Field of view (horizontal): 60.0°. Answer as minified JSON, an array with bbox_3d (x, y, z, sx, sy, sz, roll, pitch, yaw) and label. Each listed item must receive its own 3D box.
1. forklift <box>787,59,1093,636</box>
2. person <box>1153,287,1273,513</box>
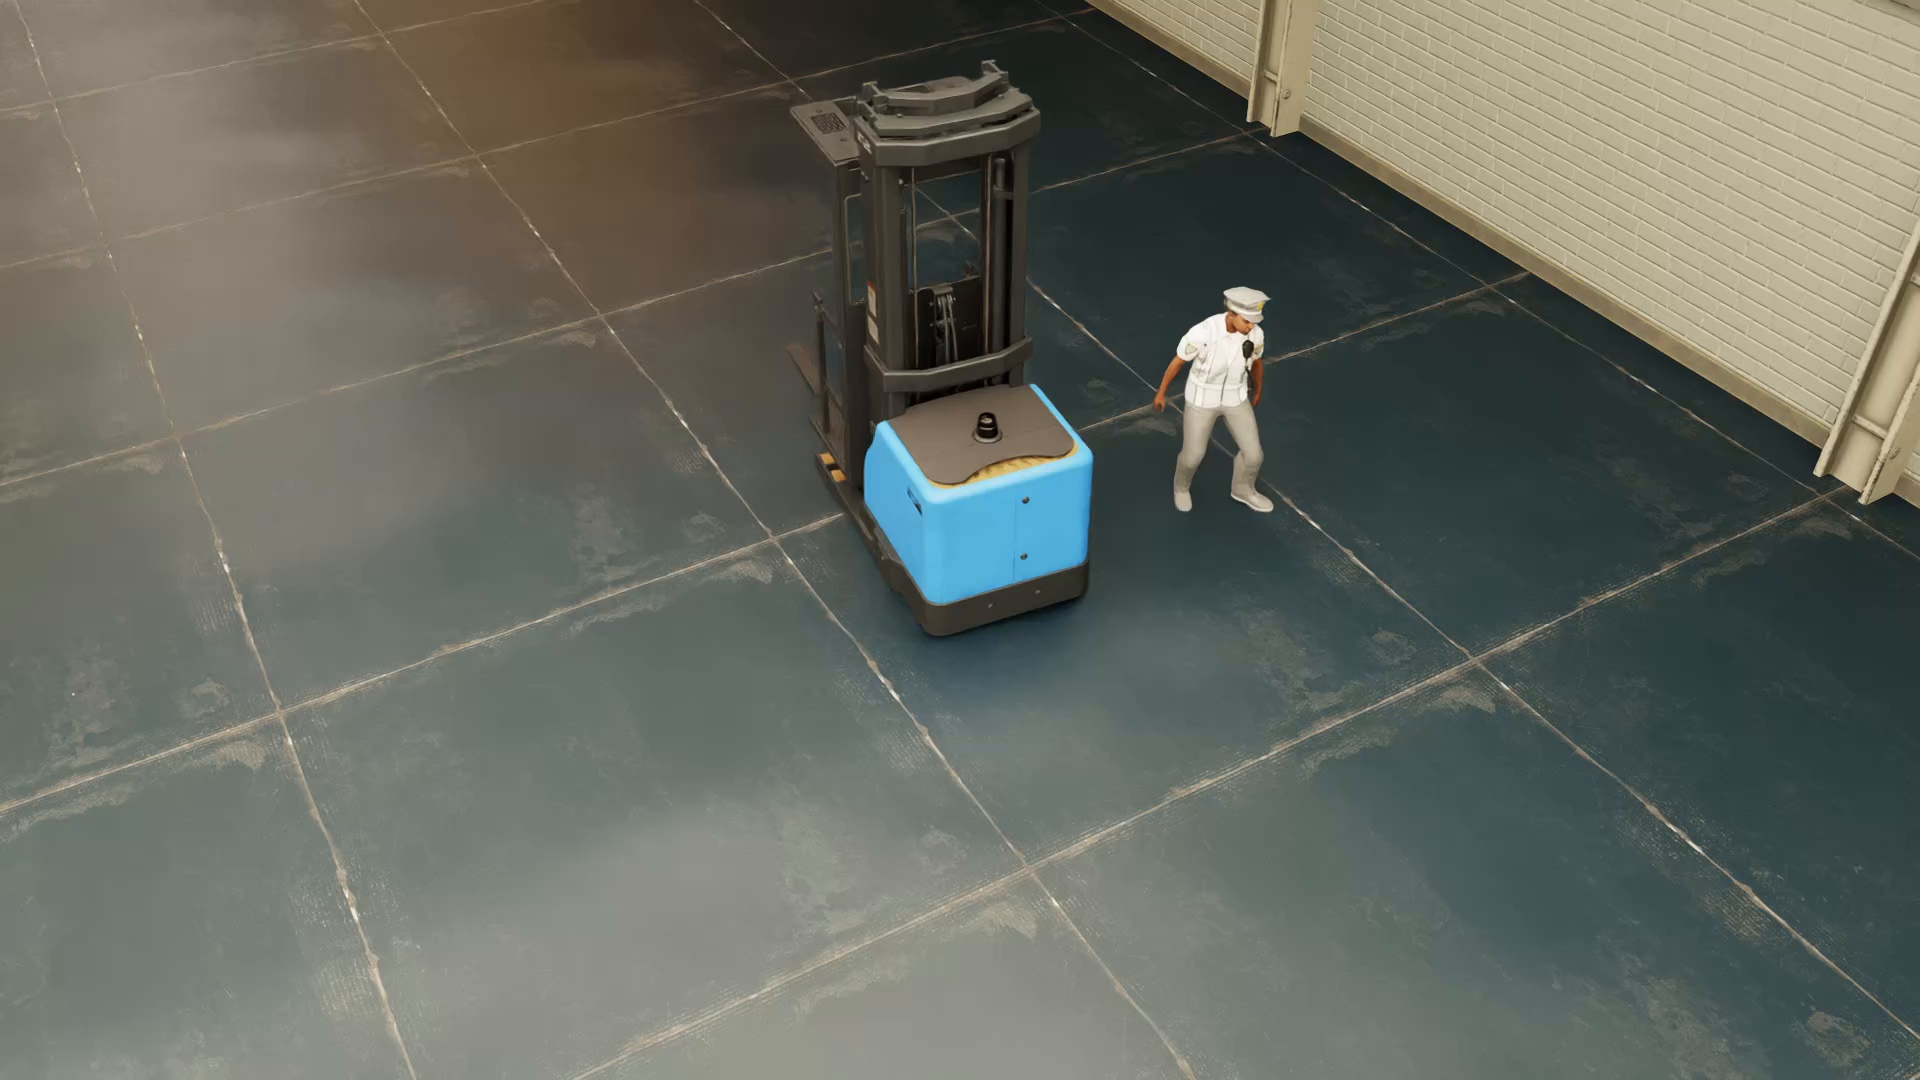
[{"bbox_3d":[-0.294,-1.518,9.866,1.130,2.935,3.031,-16,42,-18],"label":"forklift"},{"bbox_3d":[1.582,-0.845,10.104,0.796,1.634,0.427,-4,40,-5],"label":"person"}]
